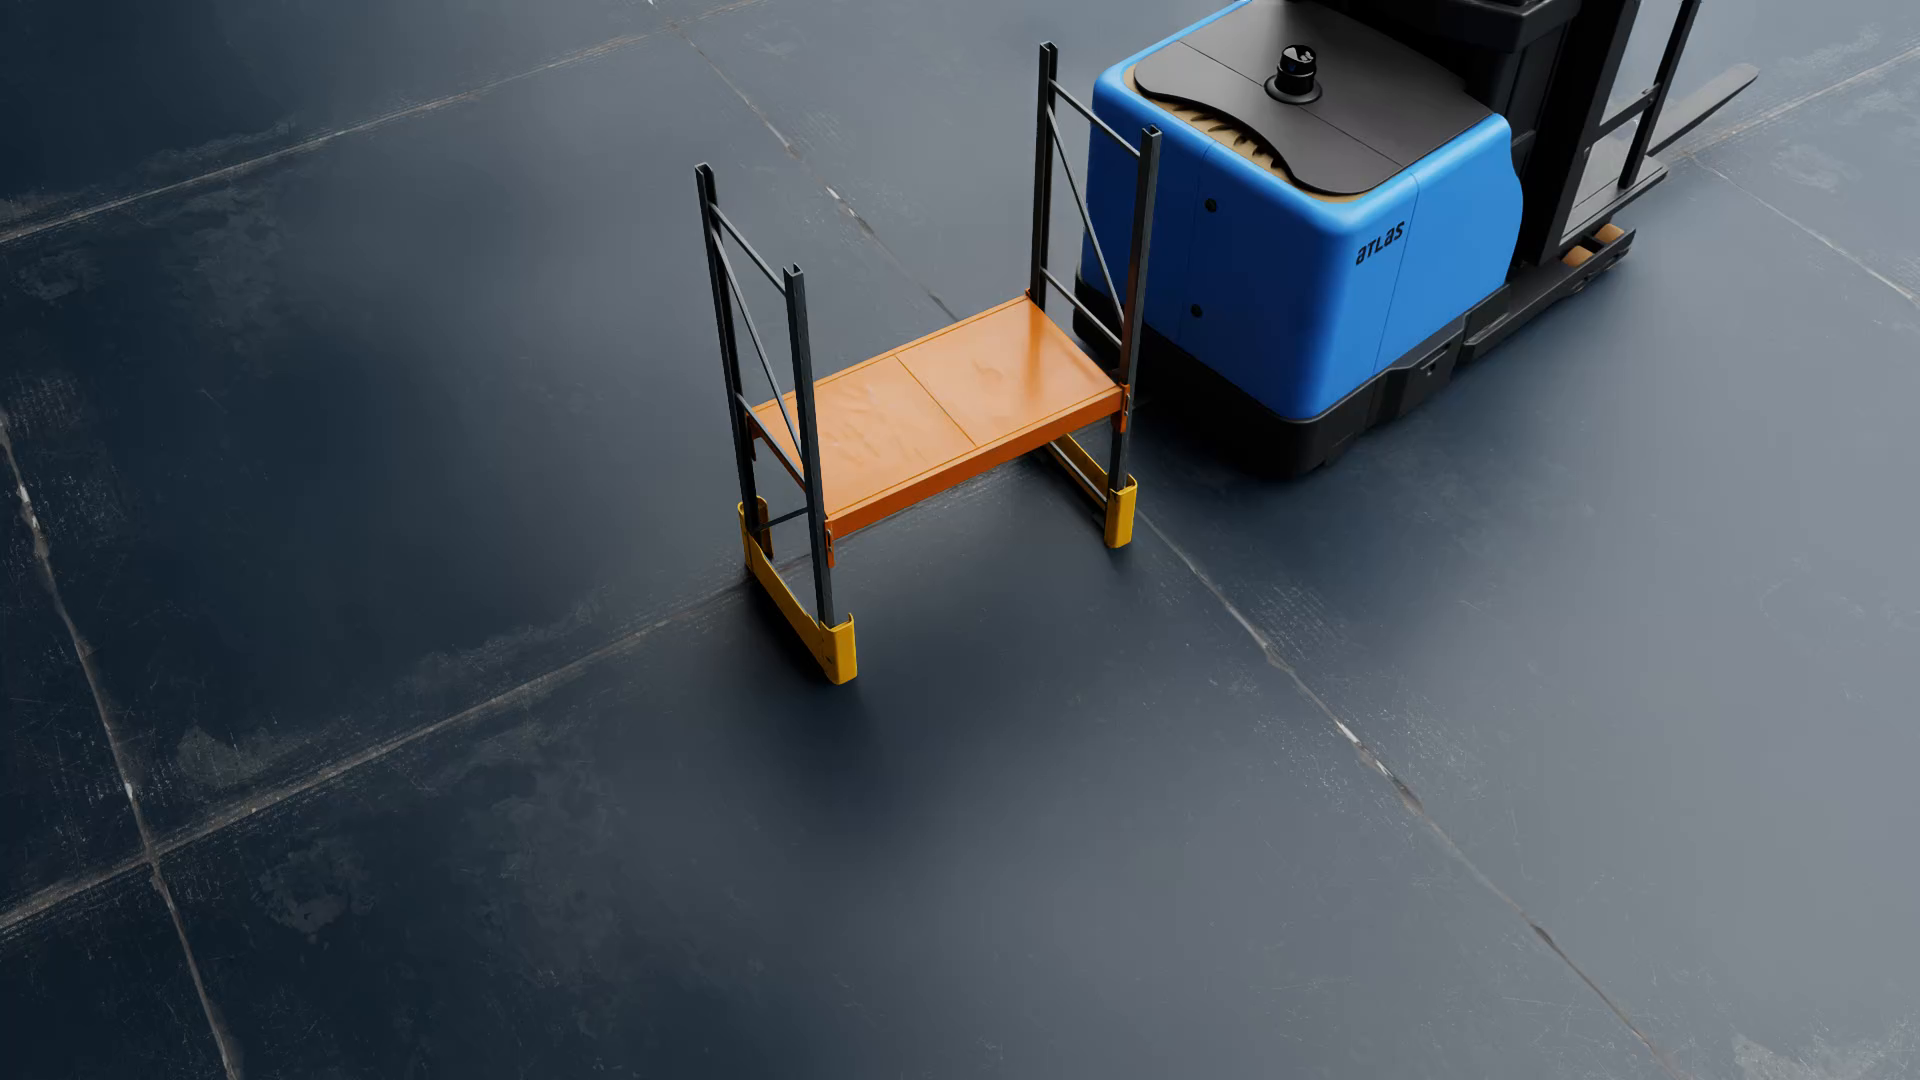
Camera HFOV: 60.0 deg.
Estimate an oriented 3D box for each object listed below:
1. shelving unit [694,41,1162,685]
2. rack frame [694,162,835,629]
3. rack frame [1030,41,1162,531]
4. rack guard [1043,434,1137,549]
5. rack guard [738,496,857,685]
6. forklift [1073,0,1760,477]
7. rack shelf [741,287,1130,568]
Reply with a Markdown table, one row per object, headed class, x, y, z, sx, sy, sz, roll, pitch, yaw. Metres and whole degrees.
| class | x | y | z | sx | sy | sz | roll | pitch | yaw |
| --- | --- | --- | --- | --- | --- | --- | --- | --- | --- |
| shelving unit | -0.064 | -0.468 | 4.663 | 1.083 | 1.500 | 0.587 | -25 | 53 | -21 |
| rack frame | -0.502 | -0.262 | 4.479 | 0.032 | 1.500 | 0.500 | -25 | 53 | -21 |
| rack frame | 0.358 | -0.667 | 4.840 | 0.032 | 1.500 | 0.500 | -25 | 53 | -21 |
| rack guard | 0.357 | -0.251 | 5.306 | 0.087 | 0.250 | 0.587 | -25 | 53 | -21 |
| rack guard | -0.486 | 0.146 | 4.953 | 0.087 | 0.250 | 0.587 | -25 | 53 | -21 |
| forklift | 1.832 | -2.139 | 5.192 | 3.031 | 2.935 | 1.130 | -33 | 56 | -26 |
| rack shelf | -0.072 | -0.345 | 4.794 | 1.000 | 0.185 | 0.538 | -25 | 53 | -21 |
